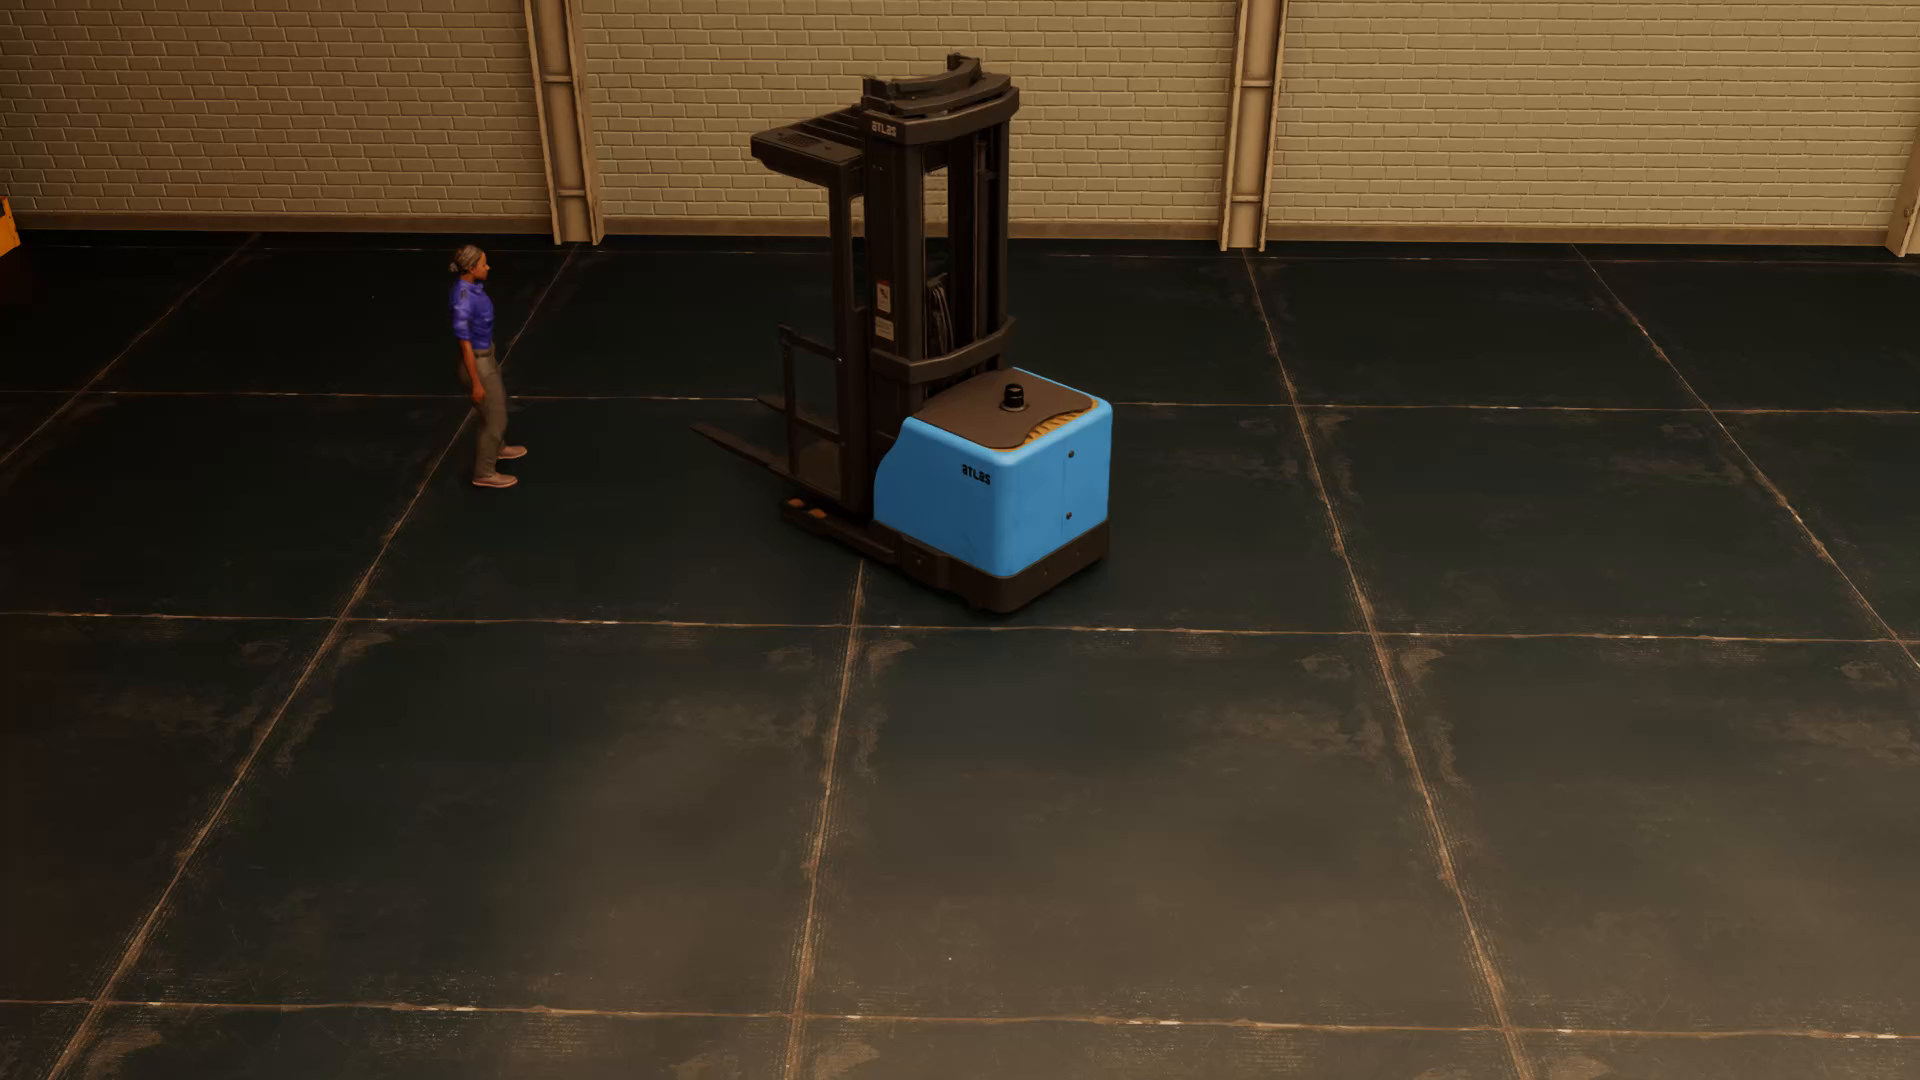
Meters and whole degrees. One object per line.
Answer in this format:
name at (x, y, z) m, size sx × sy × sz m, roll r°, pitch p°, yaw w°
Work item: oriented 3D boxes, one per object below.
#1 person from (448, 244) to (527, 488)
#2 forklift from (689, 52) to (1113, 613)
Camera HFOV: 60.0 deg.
person at (-3.102, -1.145, 10.829) m, size 0.381 × 1.642 × 0.659 m, roll -8°, pitch 32°, yaw -14°
forklift at (-0.517, -1.468, 10.104) m, size 3.031 × 2.935 × 1.130 m, roll 25°, pitch 38°, yaw 35°
